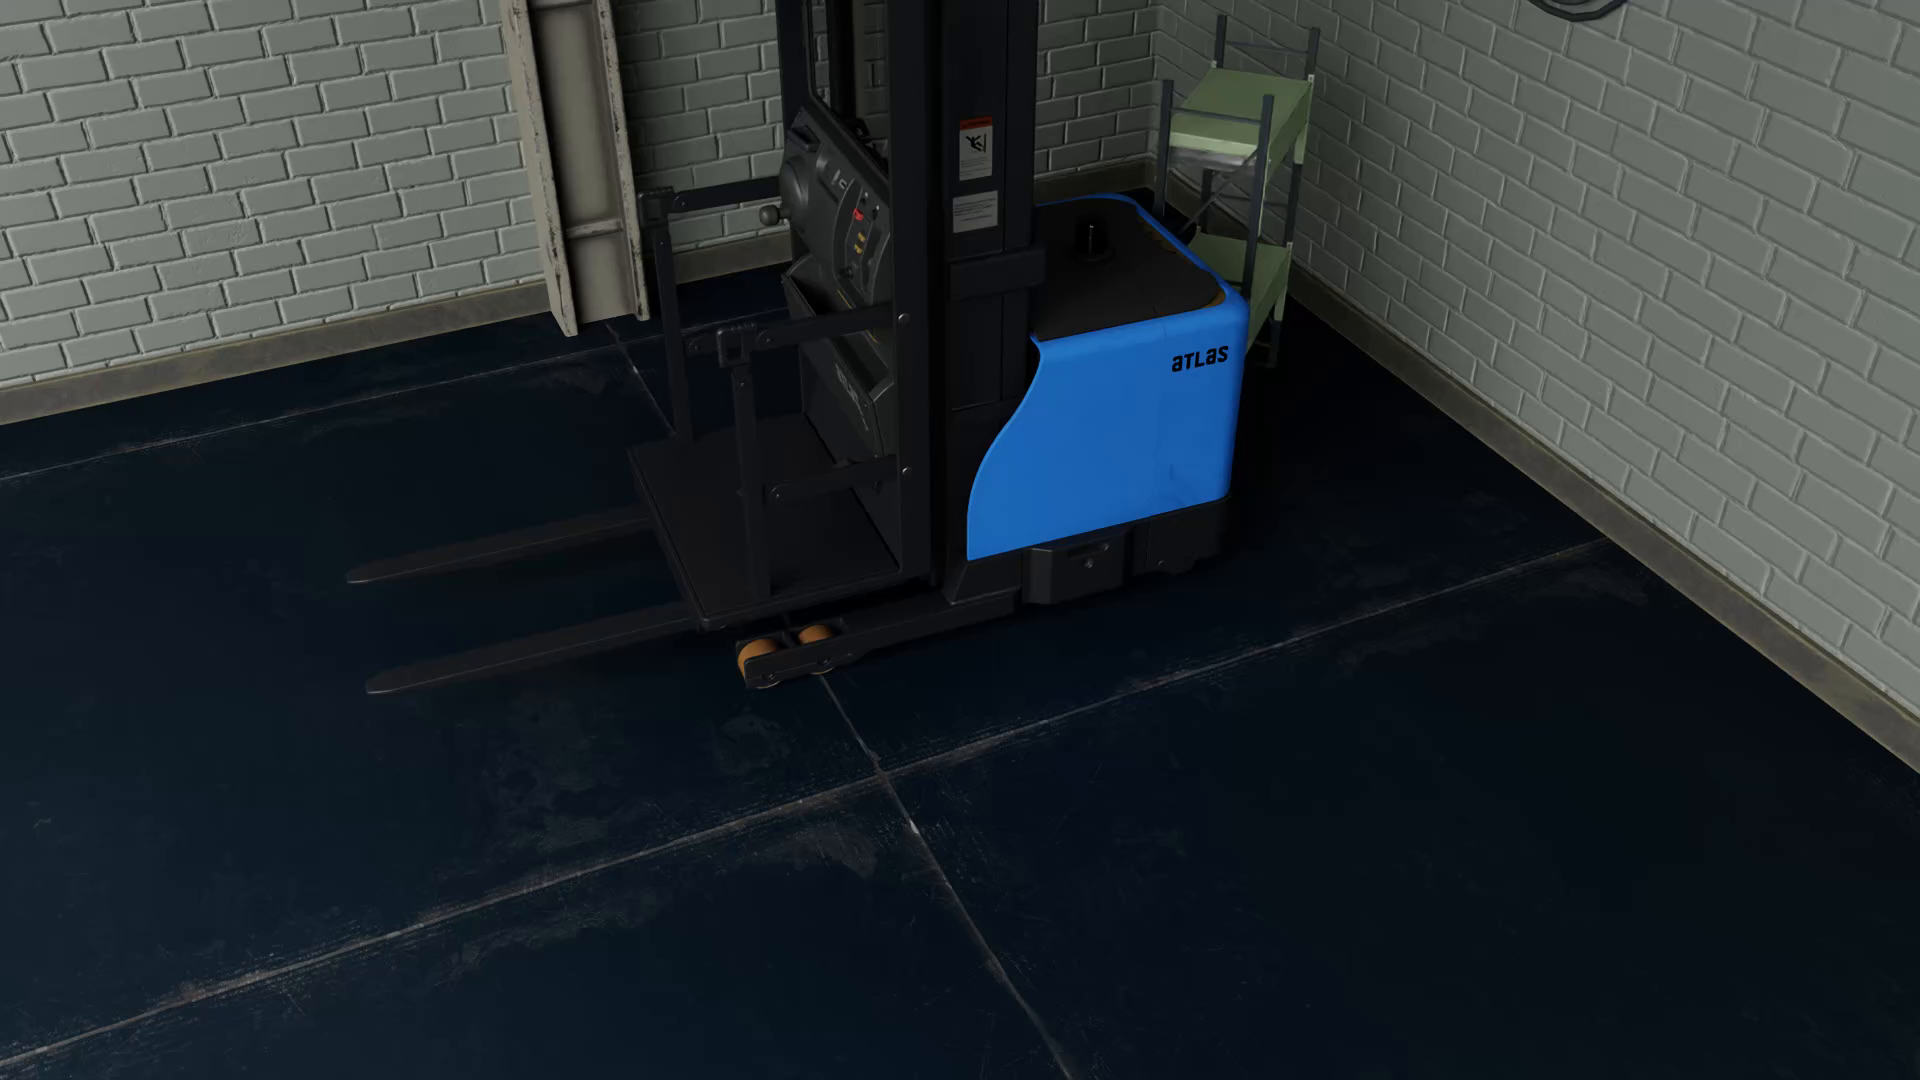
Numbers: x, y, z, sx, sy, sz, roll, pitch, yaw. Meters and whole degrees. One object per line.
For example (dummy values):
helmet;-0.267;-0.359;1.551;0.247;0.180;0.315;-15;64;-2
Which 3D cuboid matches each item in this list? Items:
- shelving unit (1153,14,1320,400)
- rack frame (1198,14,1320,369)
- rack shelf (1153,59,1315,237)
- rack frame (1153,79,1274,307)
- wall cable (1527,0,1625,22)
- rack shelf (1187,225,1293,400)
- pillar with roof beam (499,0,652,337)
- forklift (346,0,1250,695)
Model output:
shelving unit;1.054;-1.200;6.609;0.431;1.500;0.755;14;39;18
rack frame;1.194;-1.402;6.881;0.400;1.500;0.023;14;39;18
rack shelf;1.055;-1.514;6.377;0.431;0.370;0.720;14;39;18
rack frame;0.915;-0.999;6.338;0.400;1.500;0.023;14;39;18
wall cable;1.572;-3.446;5.948;0.112;2.526;3.097;-16;39;-20
rack shelf;1.054;-0.939;6.803;0.431;0.370;0.720;14;39;18
pillar with roof beam;0.173;-2.339;1.849;0.400;9.000;9.100;-16;39;-20
forklift;-0.583;-1.037;5.188;3.031;2.935;1.130;-14;39;-17
